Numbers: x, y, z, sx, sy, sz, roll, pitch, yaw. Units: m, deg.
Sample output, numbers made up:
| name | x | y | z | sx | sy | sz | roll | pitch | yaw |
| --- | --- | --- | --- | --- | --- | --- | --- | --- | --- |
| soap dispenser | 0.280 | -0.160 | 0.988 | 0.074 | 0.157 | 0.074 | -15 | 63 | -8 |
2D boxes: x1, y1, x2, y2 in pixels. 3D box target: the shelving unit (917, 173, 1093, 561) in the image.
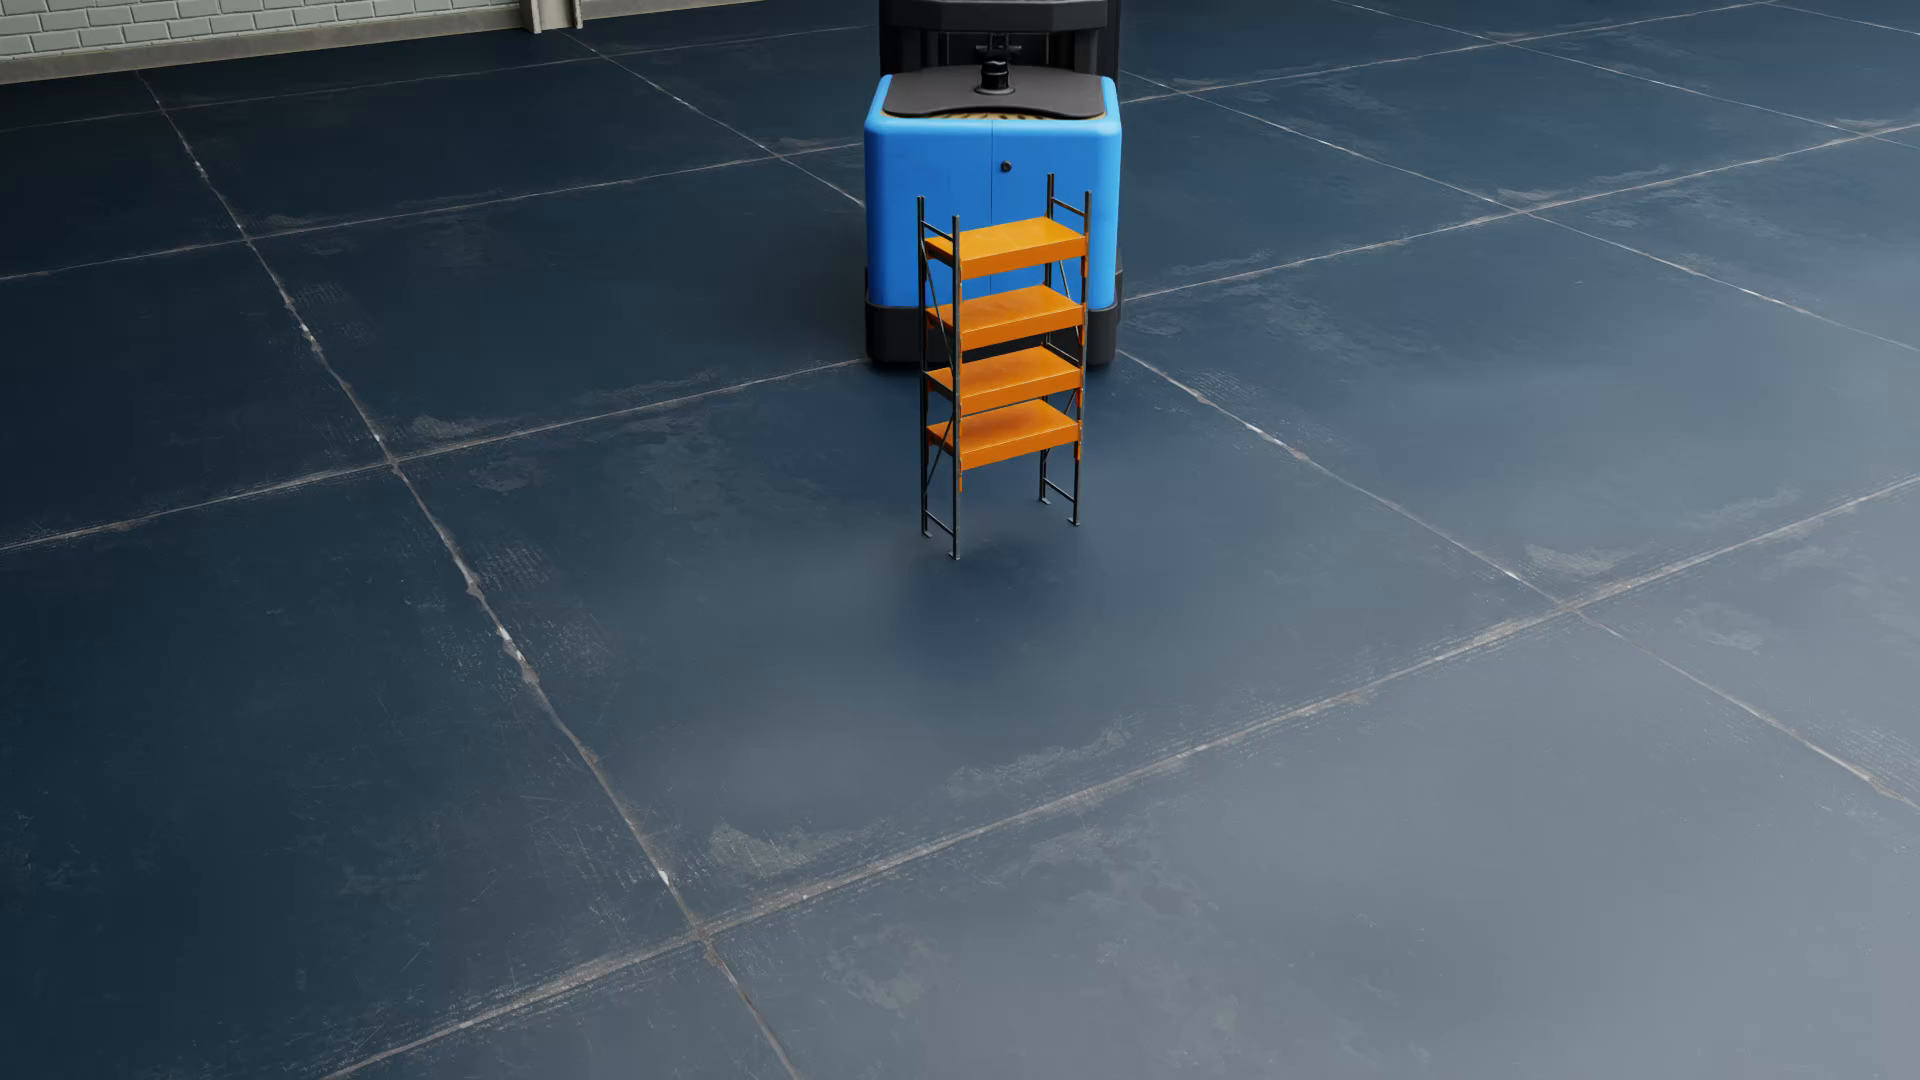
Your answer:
| name | x | y | z | sx | sy | sz | roll | pitch | yaw |
| --- | --- | --- | --- | --- | --- | --- | --- | --- | --- |
| shelving unit | 0.143 | -0.566 | 5.534 | 0.503 | 1.200 | 0.258 | -16 | 33 | -26 |

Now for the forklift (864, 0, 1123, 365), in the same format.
| name | x | y | z | sx | sy | sz | roll | pitch | yaw |
| --- | --- | --- | --- | --- | --- | --- | --- | --- | --- |
| forklift | 0.189 | -2.688 | 7.588 | 1.130 | 2.935 | 3.031 | 1 | 29 | 2 |

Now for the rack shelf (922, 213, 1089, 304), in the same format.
| name | x | y | z | sx | sy | sz | roll | pitch | yaw |
| --- | --- | --- | --- | --- | --- | --- | --- | --- | --- |
| rack shelf | 0.143 | -0.910 | 5.344 | 0.480 | 0.148 | 0.258 | -16 | 33 | -26 |

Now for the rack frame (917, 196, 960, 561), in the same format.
| name | x | y | z | sx | sy | sz | roll | pitch | yaw |
| --- | --- | --- | --- | --- | --- | --- | --- | --- | --- |
| rack frame | -0.068 | -0.506 | 5.425 | 0.015 | 1.200 | 0.240 | -16 | 33 | -26 |

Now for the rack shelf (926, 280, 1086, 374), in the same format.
| name | x | y | z | sx | sy | sz | roll | pitch | yaw |
| --- | --- | --- | --- | --- | --- | --- | --- | --- | --- |
| rack shelf | 0.143 | -0.703 | 5.458 | 0.480 | 0.148 | 0.258 | -16 | 33 | -26 |

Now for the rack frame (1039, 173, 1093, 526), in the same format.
| name | x | y | z | sx | sy | sz | roll | pitch | yaw |
| --- | --- | --- | --- | --- | --- | --- | --- | --- | --- |
| rack frame | 0.353 | -0.626 | 5.642 | 0.015 | 1.200 | 0.240 | -16 | 33 | -26 |

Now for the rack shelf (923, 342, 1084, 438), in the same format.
| name | x | y | z | sx | sy | sz | roll | pitch | yaw |
| --- | --- | --- | --- | --- | --- | --- | --- | --- | --- |
| rack shelf | 0.143 | -0.507 | 5.566 | 0.480 | 0.148 | 0.258 | -16 | 33 | -26 |

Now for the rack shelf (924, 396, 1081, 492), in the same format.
| name | x | y | z | sx | sy | sz | roll | pitch | yaw |
| --- | --- | --- | --- | --- | --- | --- | --- | --- | --- |
| rack shelf | 0.143 | -0.333 | 5.662 | 0.480 | 0.148 | 0.258 | -16 | 33 | -26 |

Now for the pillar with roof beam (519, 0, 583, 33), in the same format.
| name | x | y | z | sx | sy | sz | roll | pitch | yaw |
| --- | --- | --- | --- | --- | --- | --- | --- | --- | --- |
| pillar with roof beam | -1.013 | -6.168 | 7.613 | 0.400 | 9.000 | 9.100 | -16 | 33 | -26 |
